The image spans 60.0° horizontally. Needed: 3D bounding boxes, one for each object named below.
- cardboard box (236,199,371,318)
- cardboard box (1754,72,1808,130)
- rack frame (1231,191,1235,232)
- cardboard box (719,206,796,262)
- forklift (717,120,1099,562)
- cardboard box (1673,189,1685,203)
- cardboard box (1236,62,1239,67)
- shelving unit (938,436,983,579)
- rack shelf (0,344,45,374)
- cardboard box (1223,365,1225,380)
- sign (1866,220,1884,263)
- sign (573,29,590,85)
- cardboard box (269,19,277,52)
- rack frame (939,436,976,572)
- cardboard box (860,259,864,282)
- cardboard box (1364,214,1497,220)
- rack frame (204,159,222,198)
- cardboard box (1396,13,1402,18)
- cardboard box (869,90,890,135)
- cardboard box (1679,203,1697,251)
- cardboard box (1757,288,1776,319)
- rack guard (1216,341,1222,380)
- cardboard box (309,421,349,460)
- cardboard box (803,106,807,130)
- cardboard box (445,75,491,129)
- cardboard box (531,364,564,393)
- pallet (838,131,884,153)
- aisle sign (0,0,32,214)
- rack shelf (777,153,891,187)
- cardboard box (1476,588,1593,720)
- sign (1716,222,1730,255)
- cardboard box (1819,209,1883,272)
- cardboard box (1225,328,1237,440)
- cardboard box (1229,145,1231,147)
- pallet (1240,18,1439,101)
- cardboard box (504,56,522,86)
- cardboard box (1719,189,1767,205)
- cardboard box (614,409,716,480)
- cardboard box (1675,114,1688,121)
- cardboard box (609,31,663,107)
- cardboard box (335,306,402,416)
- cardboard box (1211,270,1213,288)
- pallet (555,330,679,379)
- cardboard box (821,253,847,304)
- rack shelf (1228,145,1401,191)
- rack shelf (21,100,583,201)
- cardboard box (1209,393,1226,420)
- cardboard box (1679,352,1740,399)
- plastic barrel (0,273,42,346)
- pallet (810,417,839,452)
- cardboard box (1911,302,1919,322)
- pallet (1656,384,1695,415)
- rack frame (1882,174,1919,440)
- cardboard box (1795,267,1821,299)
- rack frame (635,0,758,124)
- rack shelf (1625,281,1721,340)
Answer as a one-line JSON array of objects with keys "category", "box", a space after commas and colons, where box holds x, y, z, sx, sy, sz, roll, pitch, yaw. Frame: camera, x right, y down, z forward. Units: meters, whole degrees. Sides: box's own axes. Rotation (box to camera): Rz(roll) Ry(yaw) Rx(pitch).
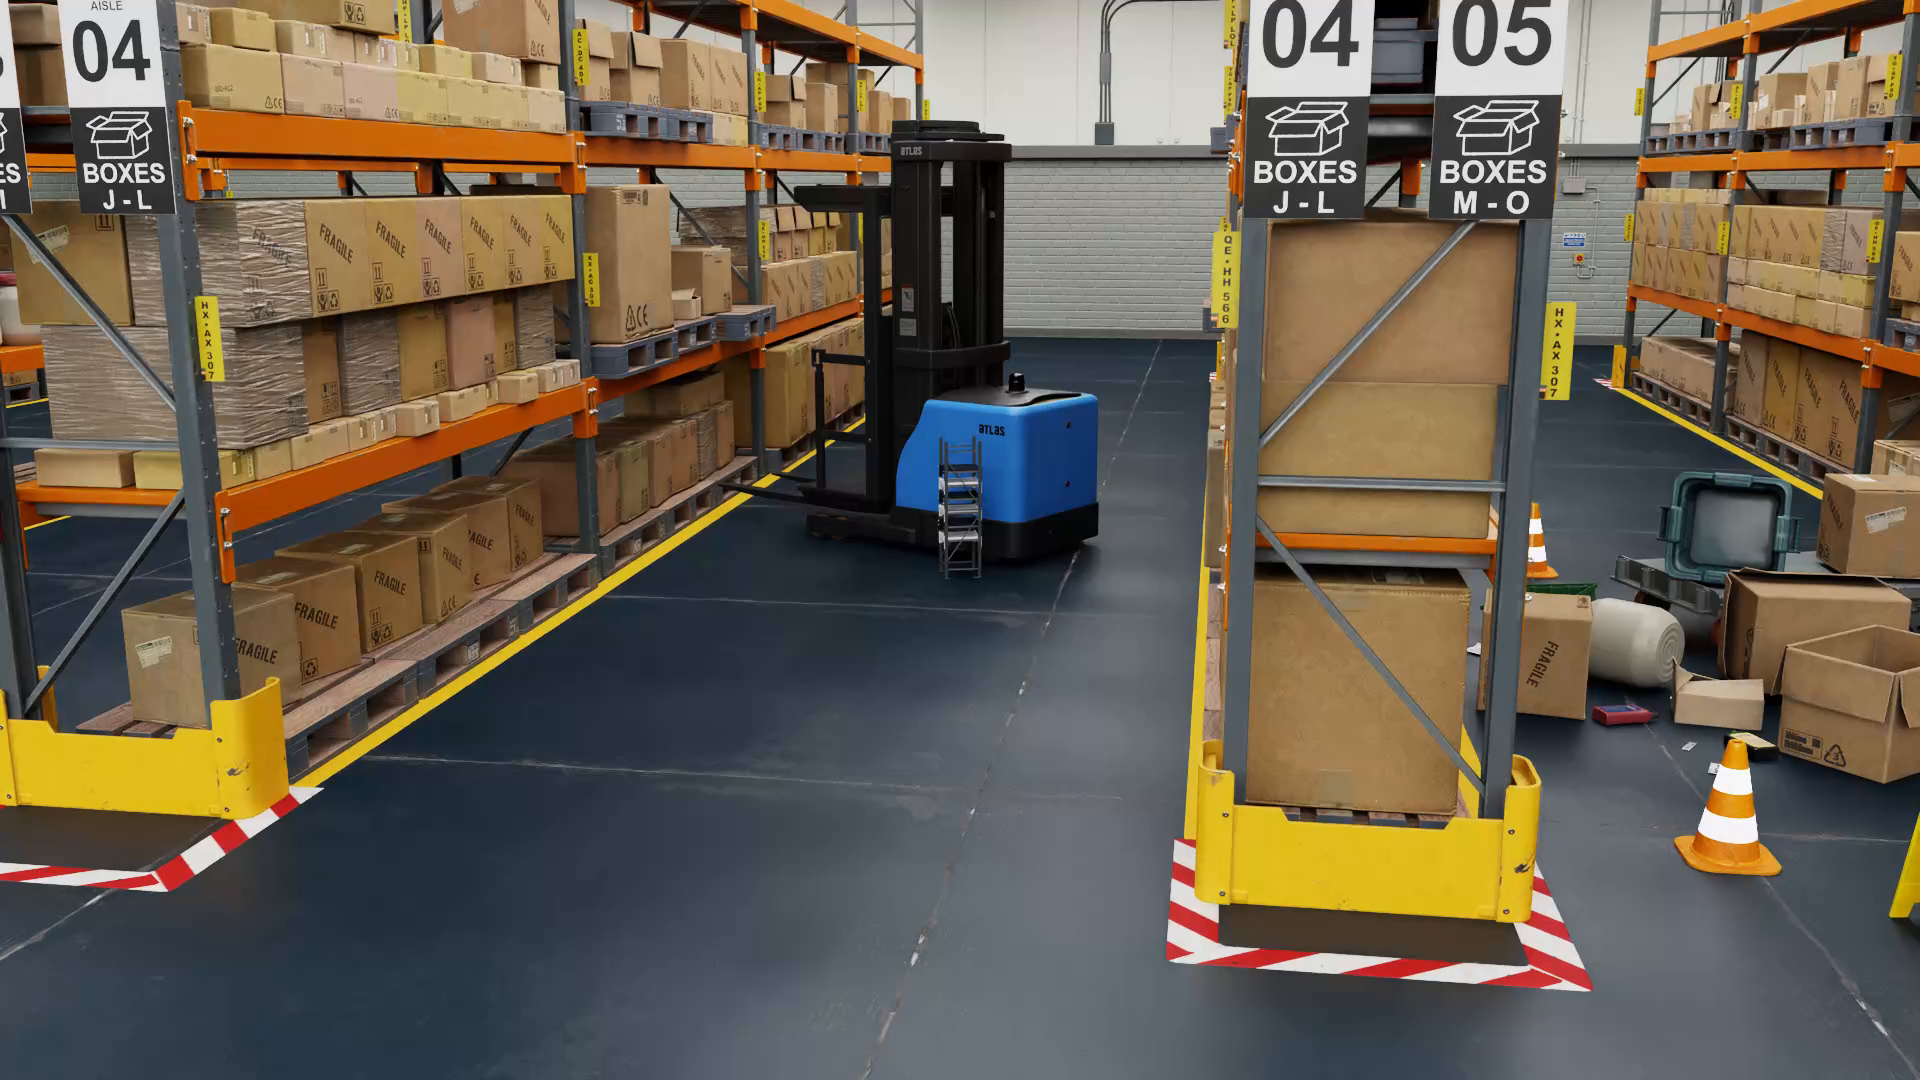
[{"category": "cardboard box", "box": [-2.999, -1.263, 7.418, 0.500, 0.500, 0.500, 2, 12, 9]}, {"category": "cardboard box", "box": [7.779, -4.094, 15.516, 0.500, 0.500, 0.500, 2, 12, 8]}, {"category": "rack frame", "box": [2.680, -1.854, 13.477, 1.000, 3.000, 0.127, 2, 12, 9]}, {"category": "cardboard box", "box": [-1.974, -2.862, 15.537, 0.797, 0.503, 0.637, 2, 12, 10]}, {"category": "forklift", "box": [-3.196, -1.894, 13.823, 9.518, 2.935, 1.550, 9, 15, 37]}, {"category": "cardboard box", "box": [8.208, -3.848, 18.581, 0.380, 0.149, 0.250, 2, 12, 7]}, {"category": "cardboard box", "box": [1.479, -2.289, 7.738, 0.380, 0.149, 0.250, 2, 12, 9]}, {"category": "shelving unit", "box": [5.506, -0.661, 7.482, 9.927, 3.194, 8.476, -2, 12, -10]}, {"category": "rack shelf", "box": [-7.407, -1.428, 13.209, 1.077, 0.370, 4.000, 2, 12, 9]}, {"category": "cardboard box", "box": [2.526, -1.355, 14.317, 0.500, 0.250, 0.500, 2, 12, 7]}, {"category": "sign", "box": [7.037, -2.298, 12.789, 0.100, 0.325, 0.005, 2, 12, 9]}, {"category": "sign", "box": [-2.284, -2.906, 10.012, 0.100, 0.325, 0.005, 2, 12, 9]}, {"category": "cardboard box", "box": [-3.113, -2.116, 6.980, 0.380, 0.149, 0.250, 2, 12, 8]}, {"category": "rack frame", "box": [-0.017, -0.233, 10.937, 0.240, 0.900, 0.006, -2, 12, -10]}, {"category": "cardboard box", "box": [-1.260, -3.030, 18.583, 0.500, 0.250, 0.500, 2, 12, 8]}, {"category": "cardboard box", "box": [1.758, -1.096, 7.038, 0.875, 0.550, 0.550, 2, 12, 9]}, {"category": "rack frame", "box": [-7.100, -2.196, 15.065, 1.000, 3.000, 0.127, 2, 12, 9]}, {"category": "cardboard box", "box": [2.013, -2.110, 6.907, 0.380, 0.149, 0.250, 2, 12, 8]}, {"category": "cardboard box", "box": [-1.222, -5.019, 19.570, 0.700, 0.500, 0.500, 2, 12, 11]}, {"category": "cardboard box", "box": [8.156, -3.404, 18.057, 0.500, 0.500, 0.500, 2, 12, 9]}, {"category": "cardboard box", "box": [7.700, -2.177, 15.332, 0.500, 0.250, 0.500, 2, 12, 8]}, {"category": "rack guard", "box": [3.898, -2.282, 21.394, 1.175, 0.500, 0.348, 2, 12, 9]}, {"category": "cardboard box", "box": [-3.028, -0.455, 7.581, 0.380, 0.149, 0.250, 2, 12, 9]}, {"category": "cardboard box", "box": [-1.848, -4.271, 16.787, 0.500, 0.311, 0.500, 1, 12, 7]}, {"category": "cardboard box", "box": [-2.797, -2.278, 8.681, 0.500, 0.250, 0.500, 2, 12, 8]}, {"category": "cardboard box", "box": [-2.611, -0.974, 9.991, 0.380, 0.149, 0.250, 2, 12, 9]}, {"category": "pallet", "box": [-1.454, -4.461, 18.666, 1.003, 0.211, 1.213, 2, 12, 9]}, {"category": "aisle sign", "box": [-3.742, -1.638, 6.304, 0.394, 0.787, 0.004, 2, 12, 9]}, {"category": "rack shelf", "box": [-1.283, -4.400, 19.876, 1.077, 0.370, 4.000, 2, 12, 9]}, {"category": "cardboard box", "box": [2.840, 0.556, 8.223, 0.500, 0.500, 0.500, 4, 13, 18]}, {"category": "sign", "box": [7.653, -3.027, 16.676, 0.100, 0.325, 0.005, 2, 12, 9]}, {"category": "cardboard box", "box": [7.478, -2.476, 13.750, 0.500, 0.500, 0.500, 2, 12, 10]}, {"category": "cardboard box", "box": [1.758, -0.794, 8.201, 0.875, 0.550, 0.550, 2, 12, 9]}, {"category": "cardboard box", "box": [3.103, -4.191, 17.555, 0.500, 0.250, 0.500, 2, 12, 10]}, {"category": "pallet", "box": [1.553, -1.767, 6.161, 1.003, 0.211, 1.213, 2, 12, 9]}, {"category": "cardboard box", "box": [-2.670, -2.606, 9.257, 0.380, 0.149, 0.250, 1, 12, 6]}, {"category": "cardboard box", "box": [7.934, -3.477, 16.855, 0.380, 0.149, 0.250, 2, 12, 7]}, {"category": "cardboard box", "box": [-2.362, -0.773, 13.349, 0.700, 0.500, 0.500, 1, 12, 4]}, {"category": "cardboard box", "box": [8.836, -4.931, 19.755, 0.500, 0.250, 0.500, 1, 12, 3]}, {"category": "cardboard box", "box": [-2.507, -3.216, 11.435, 0.797, 0.503, 0.637, 2, 12, 11]}, {"category": "cardboard box", "box": [-3.247, -0.889, 8.056, 0.875, 0.500, 0.500, 2, 12, 9]}, {"category": "cardboard box", "box": [2.306, -2.200, 13.973, 0.380, 0.149, 0.250, 2, 12, 10]}, {"category": "pallet", "box": [-2.560, -1.264, 11.193, 1.003, 0.211, 1.213, 2, 12, 9]}, {"category": "cardboard box", "box": [-1.476, -2.708, 17.204, 0.500, 0.500, 0.500, 2, 12, 10]}, {"category": "rack shelf", "box": [-2.465, -2.711, 12.041, 10.867, 0.370, 4.000, 2, 12, 9]}, {"category": "rack shelf", "box": [-3.129, -1.902, 8.284, 1.077, 0.370, 4.000, 2, 12, 9]}, {"category": "cardboard box", "box": [2.366, -0.654, 12.250, 1.050, 0.750, 0.750, 2, 12, 10]}, {"category": "cardboard box", "box": [8.541, -1.814, 18.375, 0.875, 0.438, 0.875, 2, 12, 7]}, {"category": "plastic barrel", "box": [-7.238, -1.775, 12.787, 0.433, 0.535, 0.433, 0, 12, 0]}, {"category": "pallet", "box": [-1.820, -1.088, 16.539, 1.003, 0.211, 1.213, 2, 12, 9]}, {"category": "cardboard box", "box": [7.276, -1.678, 12.259, 0.380, 0.149, 0.250, 1, 12, 5]}, {"category": "pallet", "box": [8.581, -1.595, 18.892, 1.003, 0.211, 1.213, 2, 12, 9]}, {"category": "rack frame", "box": [7.590, -1.715, 12.830, 0.949, 2.616, 0.053, 2, 12, 9]}, {"category": "cardboard box", "box": [7.543, -2.209, 14.293, 0.500, 0.250, 0.500, 2, 12, 7]}, {"category": "rack frame", "box": [-2.206, -4.969, 13.688, 1.000, 3.000, 0.127, 2, 12, 9]}, {"category": "rack shelf", "box": [8.509, -2.612, 18.702, 1.077, 0.370, 4.000, 2, 12, 9]}]
